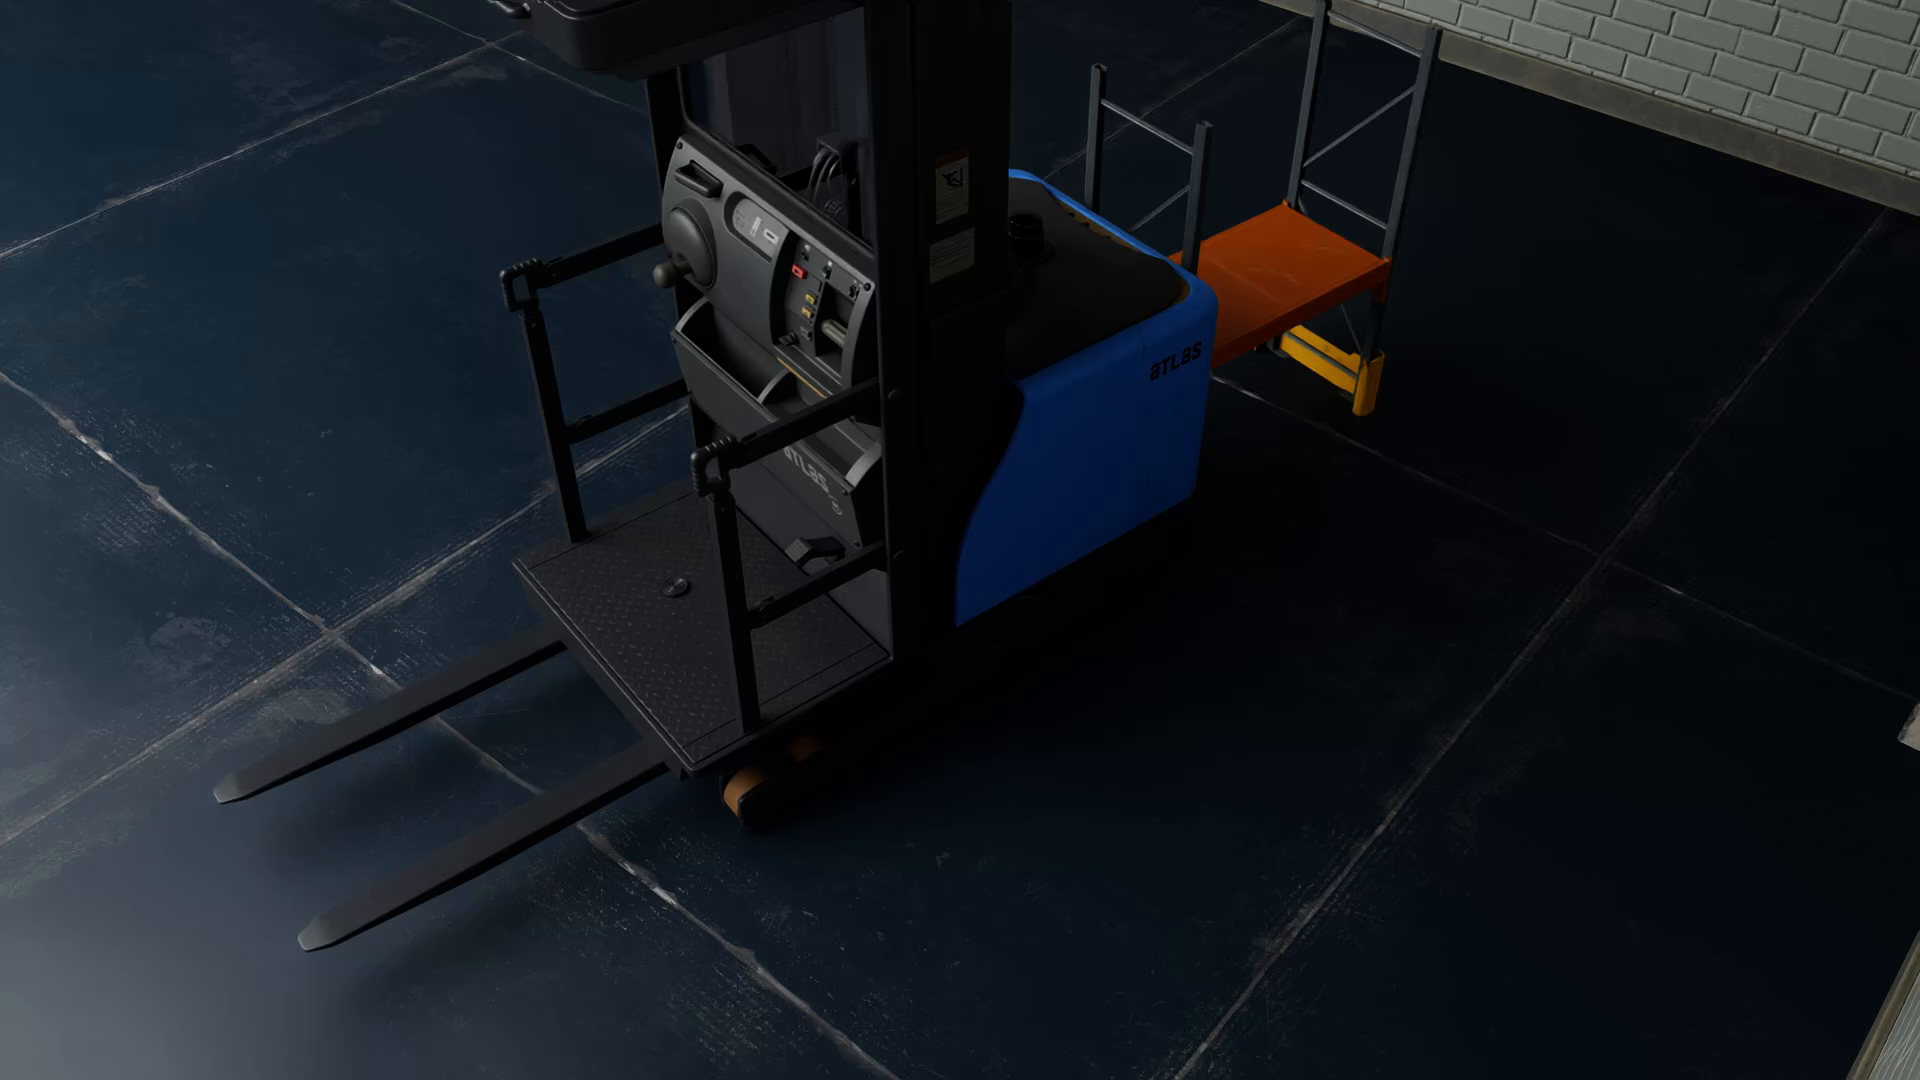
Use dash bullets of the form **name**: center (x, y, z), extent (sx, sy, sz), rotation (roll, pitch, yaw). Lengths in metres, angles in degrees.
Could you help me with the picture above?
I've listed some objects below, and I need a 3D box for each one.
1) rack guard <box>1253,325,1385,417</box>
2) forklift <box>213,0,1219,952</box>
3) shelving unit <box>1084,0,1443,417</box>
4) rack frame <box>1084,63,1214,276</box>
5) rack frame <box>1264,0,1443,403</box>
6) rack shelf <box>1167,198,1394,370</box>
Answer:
- **rack guard**: center (1.353, -0.722, 6.330), extent (0.087, 0.250, 0.587), rotation (-28, 49, -27)
- **forklift**: center (-0.683, -0.675, 4.284), extent (3.031, 2.935, 1.130), rotation (-28, 49, -27)
- **shelving unit**: center (0.961, -0.978, 5.682), extent (1.083, 1.500, 0.587), rotation (-28, 49, -27)
- **rack frame**: center (0.568, -0.770, 5.454), extent (0.032, 1.500, 0.500), rotation (-28, 49, -27)
- **rack frame**: center (1.368, -1.193, 5.918), extent (0.032, 1.500, 0.500), rotation (-28, 49, -27)
- **rack shelf**: center (0.968, -0.848, 5.807), extent (1.000, 0.185, 0.538), rotation (-28, 49, -27)
